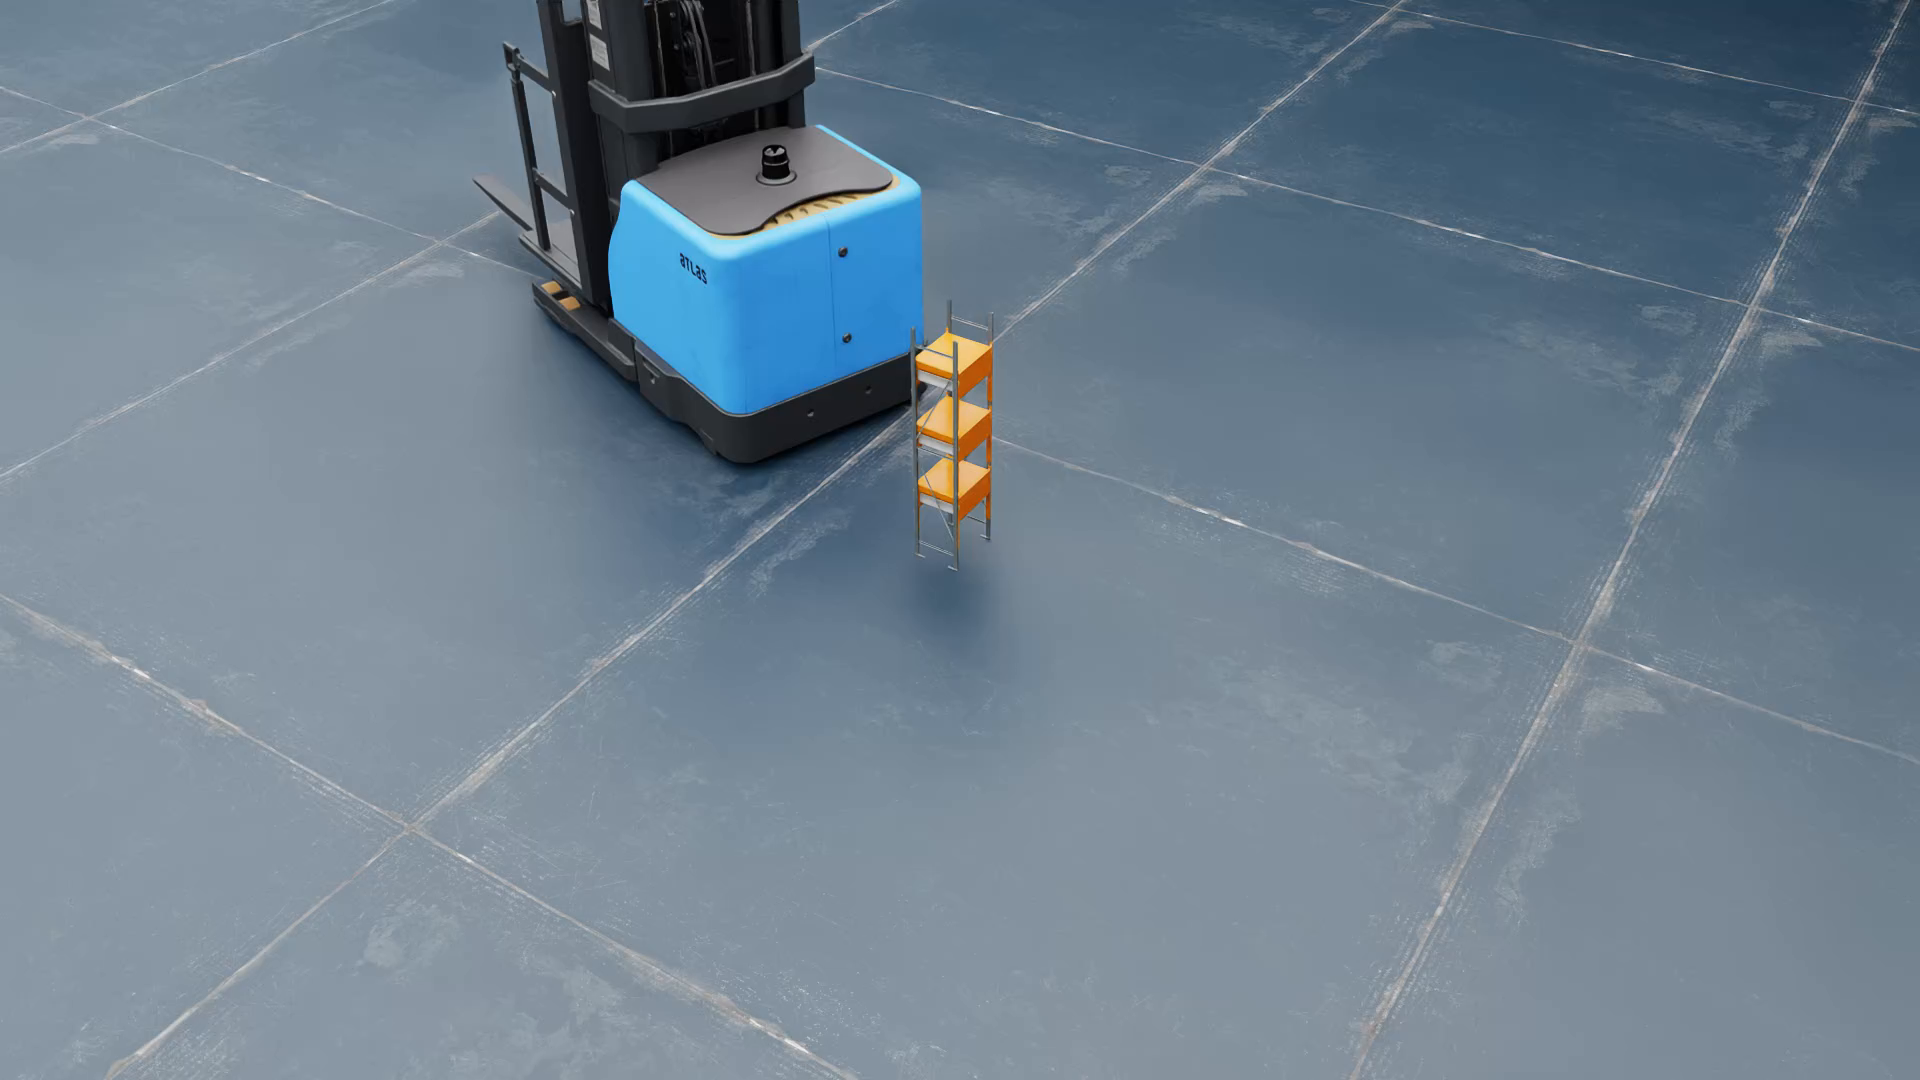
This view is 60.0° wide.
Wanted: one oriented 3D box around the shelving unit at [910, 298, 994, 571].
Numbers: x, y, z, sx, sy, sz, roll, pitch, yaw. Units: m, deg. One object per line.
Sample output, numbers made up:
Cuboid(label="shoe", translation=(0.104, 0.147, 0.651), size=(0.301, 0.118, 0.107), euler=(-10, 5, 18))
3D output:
Cuboid(label="shelving unit", translation=(-0.029, -0.388, 6.394), size=(0.215, 1.050, 0.252), euler=(21, 42, 25))

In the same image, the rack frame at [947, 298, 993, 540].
Cuboid(label="rack frame", translation=(0.037, -0.451, 6.475), size=(0.200, 1.050, 0.008), euler=(21, 42, 25))

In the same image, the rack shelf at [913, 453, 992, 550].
Cuboid(label="rack shelf", translation=(-0.029, -0.160, 6.570), size=(0.215, 0.259, 0.240), euler=(21, 42, 25))

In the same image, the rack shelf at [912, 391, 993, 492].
Cuboid(label="rack shelf", translation=(-0.029, -0.380, 6.400), size=(0.215, 0.259, 0.240), euler=(21, 42, 25))

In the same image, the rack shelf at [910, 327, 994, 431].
Cuboid(label="rack shelf", translation=(-0.029, -0.605, 6.227), size=(0.215, 0.259, 0.240), euler=(21, 42, 25))

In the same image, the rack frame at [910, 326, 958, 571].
Cuboid(label="rack frame", translation=(-0.094, -0.325, 6.312), size=(0.200, 1.050, 0.008), euler=(21, 42, 25))

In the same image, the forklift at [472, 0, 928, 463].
Cuboid(label="forklift", translation=(-1.437, -2.332, 7.375), size=(1.130, 2.935, 3.031), euler=(-25, 44, -29))
